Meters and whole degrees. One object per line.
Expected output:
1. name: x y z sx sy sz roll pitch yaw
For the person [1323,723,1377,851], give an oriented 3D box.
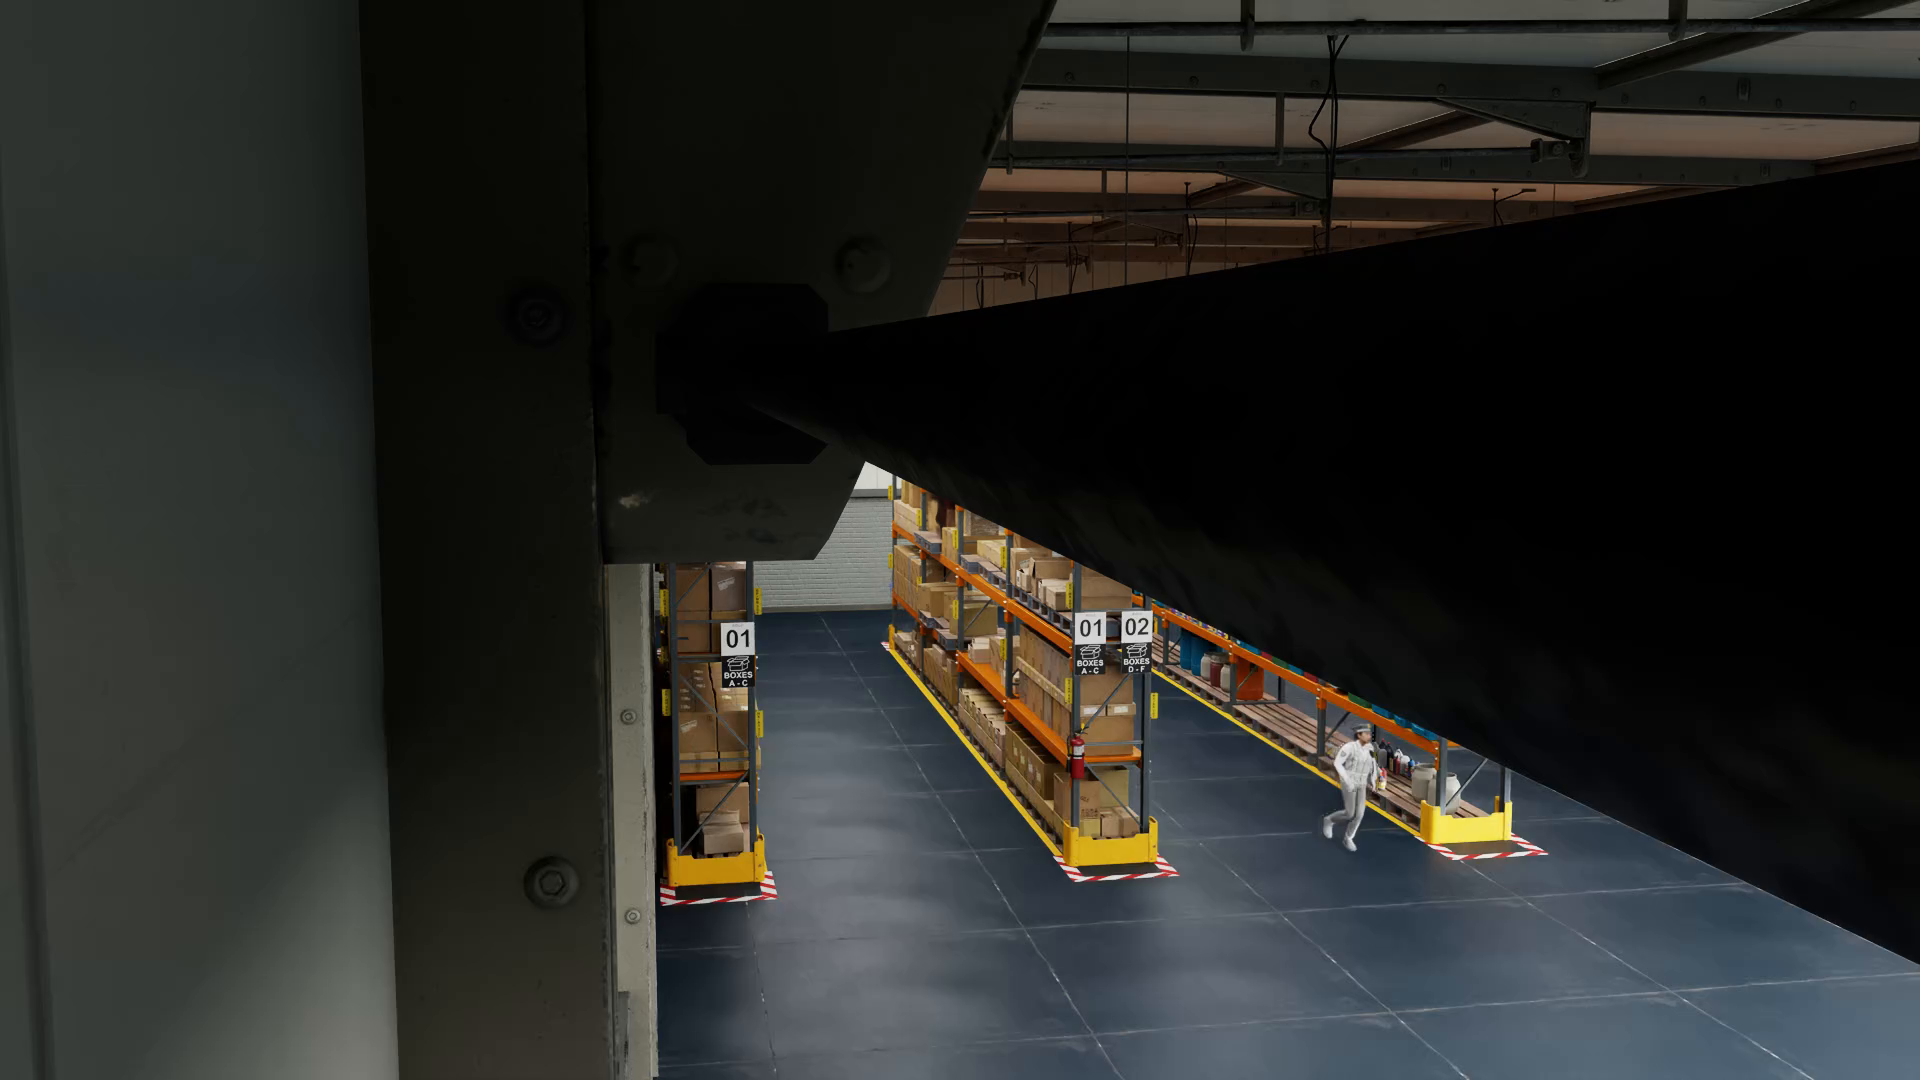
1. person: 5.162 3.182 21.785 0.657 1.646 0.595 -3 7 -26
